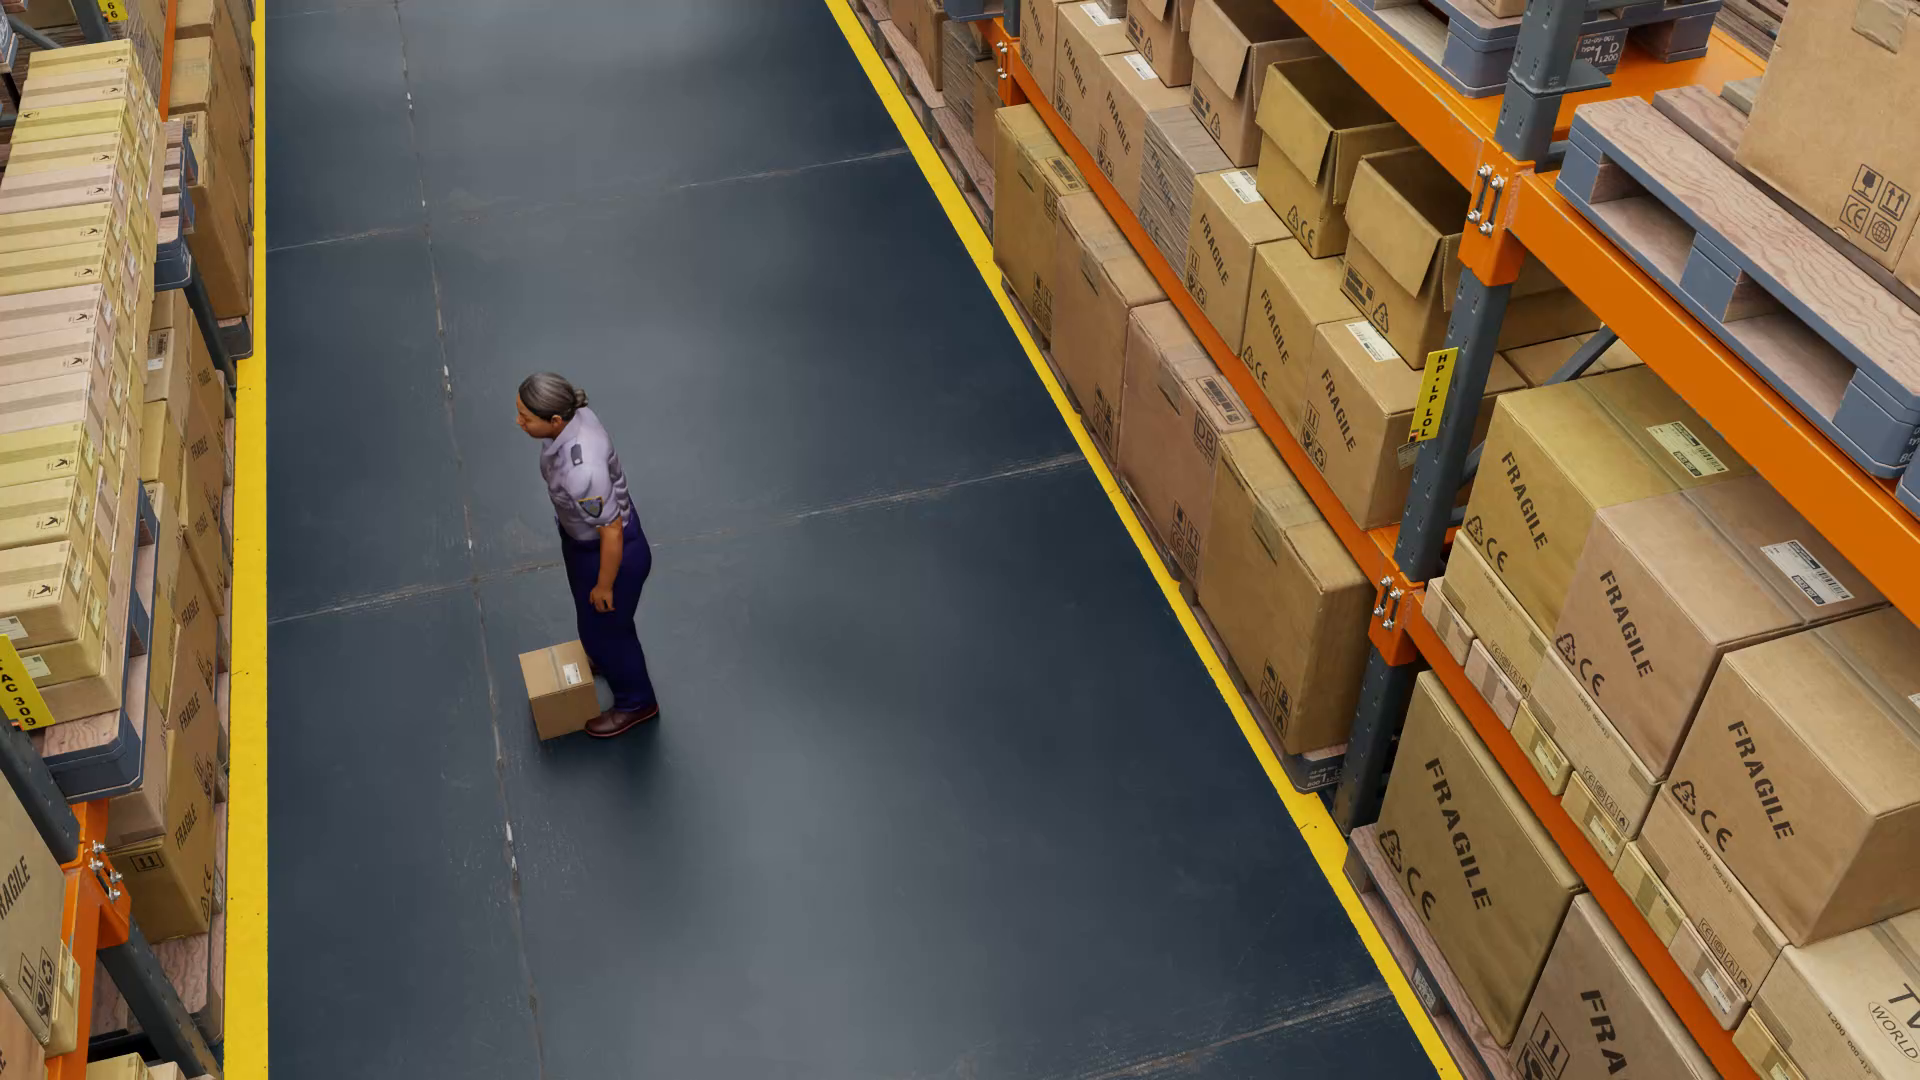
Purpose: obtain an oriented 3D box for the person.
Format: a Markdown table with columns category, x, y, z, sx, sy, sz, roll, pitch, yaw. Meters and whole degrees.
| category | x | y | z | sx | sy | sz | roll | pitch | yaw |
| --- | --- | --- | --- | --- | --- | --- | --- | --- | --- |
| person | -1.351 | 0.020 | 6.145 | 0.375 | 1.651 | 0.563 | -15 | 44 | -15 |
